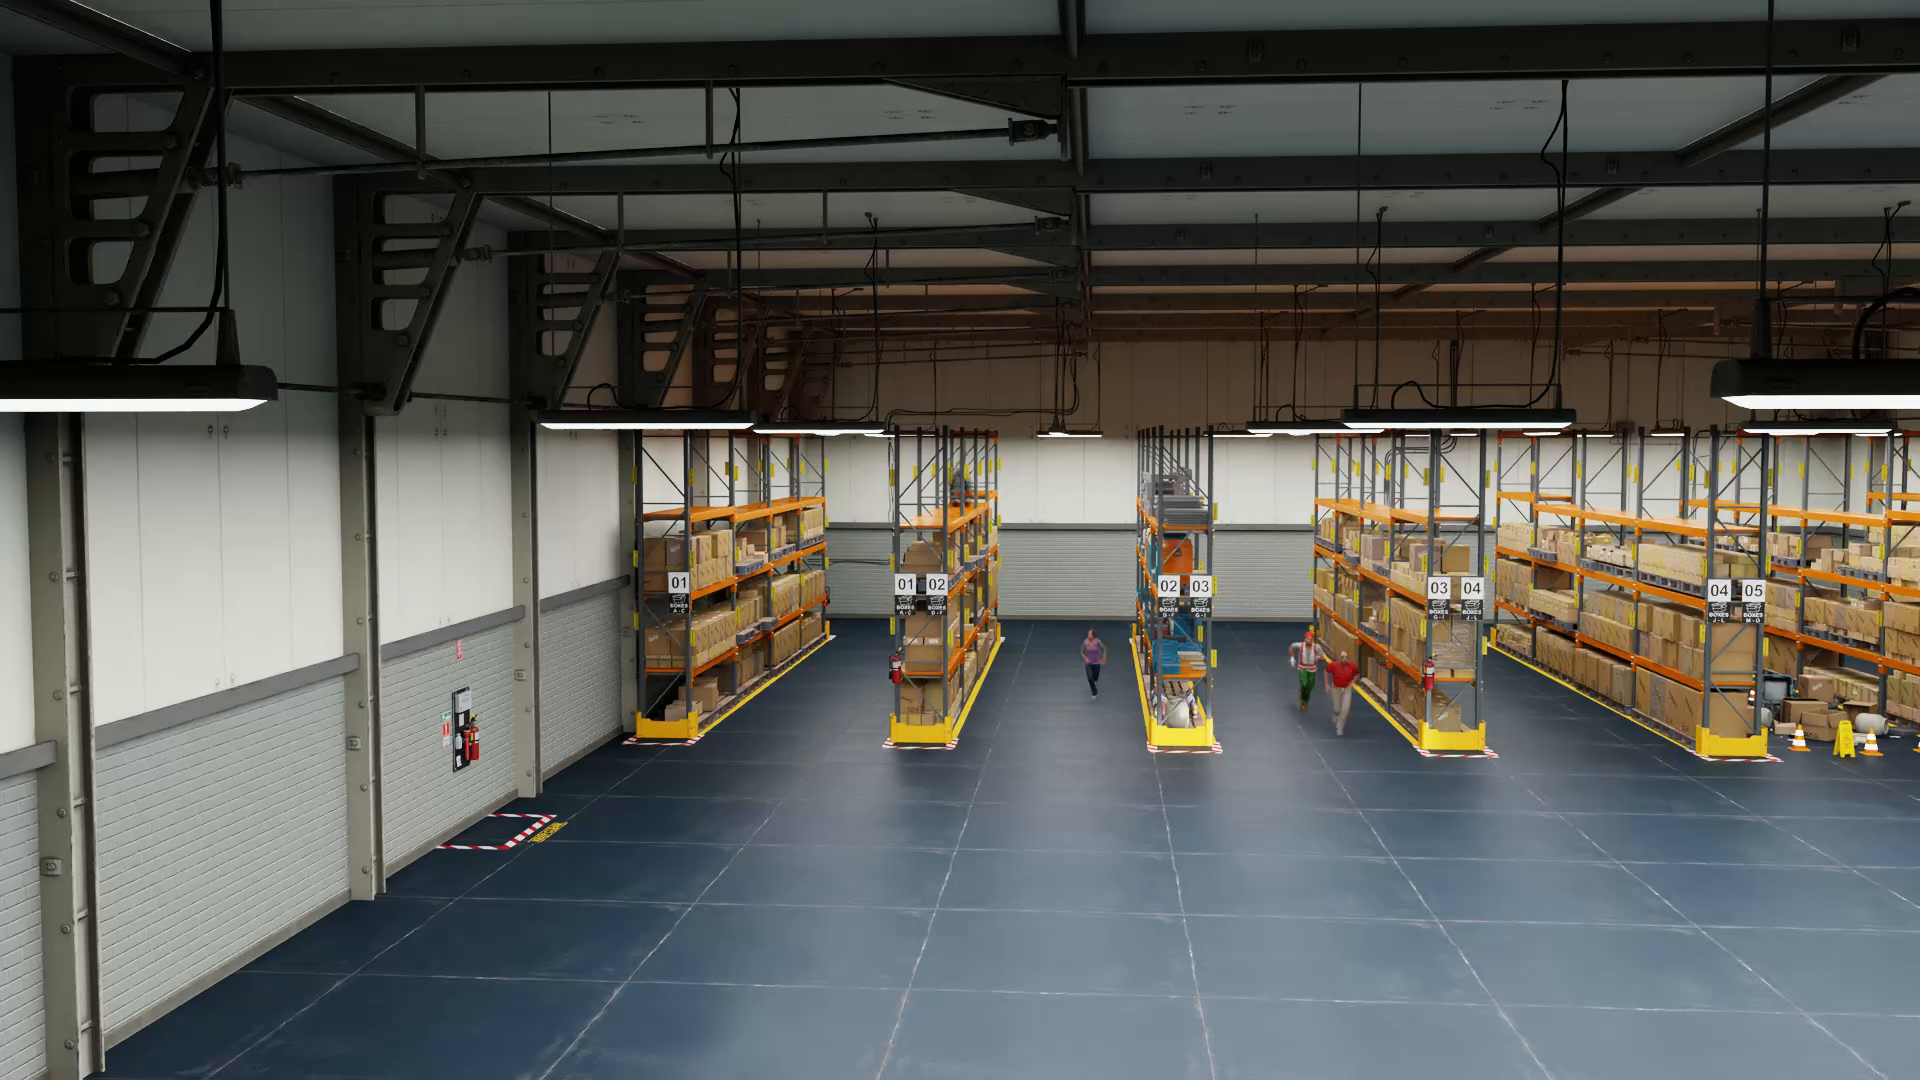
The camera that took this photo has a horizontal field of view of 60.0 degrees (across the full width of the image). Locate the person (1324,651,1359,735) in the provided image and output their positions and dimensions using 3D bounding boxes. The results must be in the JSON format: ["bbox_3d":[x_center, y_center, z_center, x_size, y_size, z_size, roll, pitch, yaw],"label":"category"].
[{"bbox_3d":[7.445,2.967,32.459,0.656,1.663,0.766,0,3,2],"label":"person"}]

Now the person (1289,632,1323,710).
[{"bbox_3d":[7.266,2.748,34.839,0.642,1.700,0.884,0,3,-2],"label":"person"}]

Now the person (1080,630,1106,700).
[{"bbox_3d":[2.951,2.758,36.841,0.577,1.548,0.646,1,3,9],"label":"person"}]

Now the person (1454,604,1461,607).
[{"bbox_3d":[13.411,2.188,44.260,0.672,1.796,0.932,1,3,11],"label":"person"}]
